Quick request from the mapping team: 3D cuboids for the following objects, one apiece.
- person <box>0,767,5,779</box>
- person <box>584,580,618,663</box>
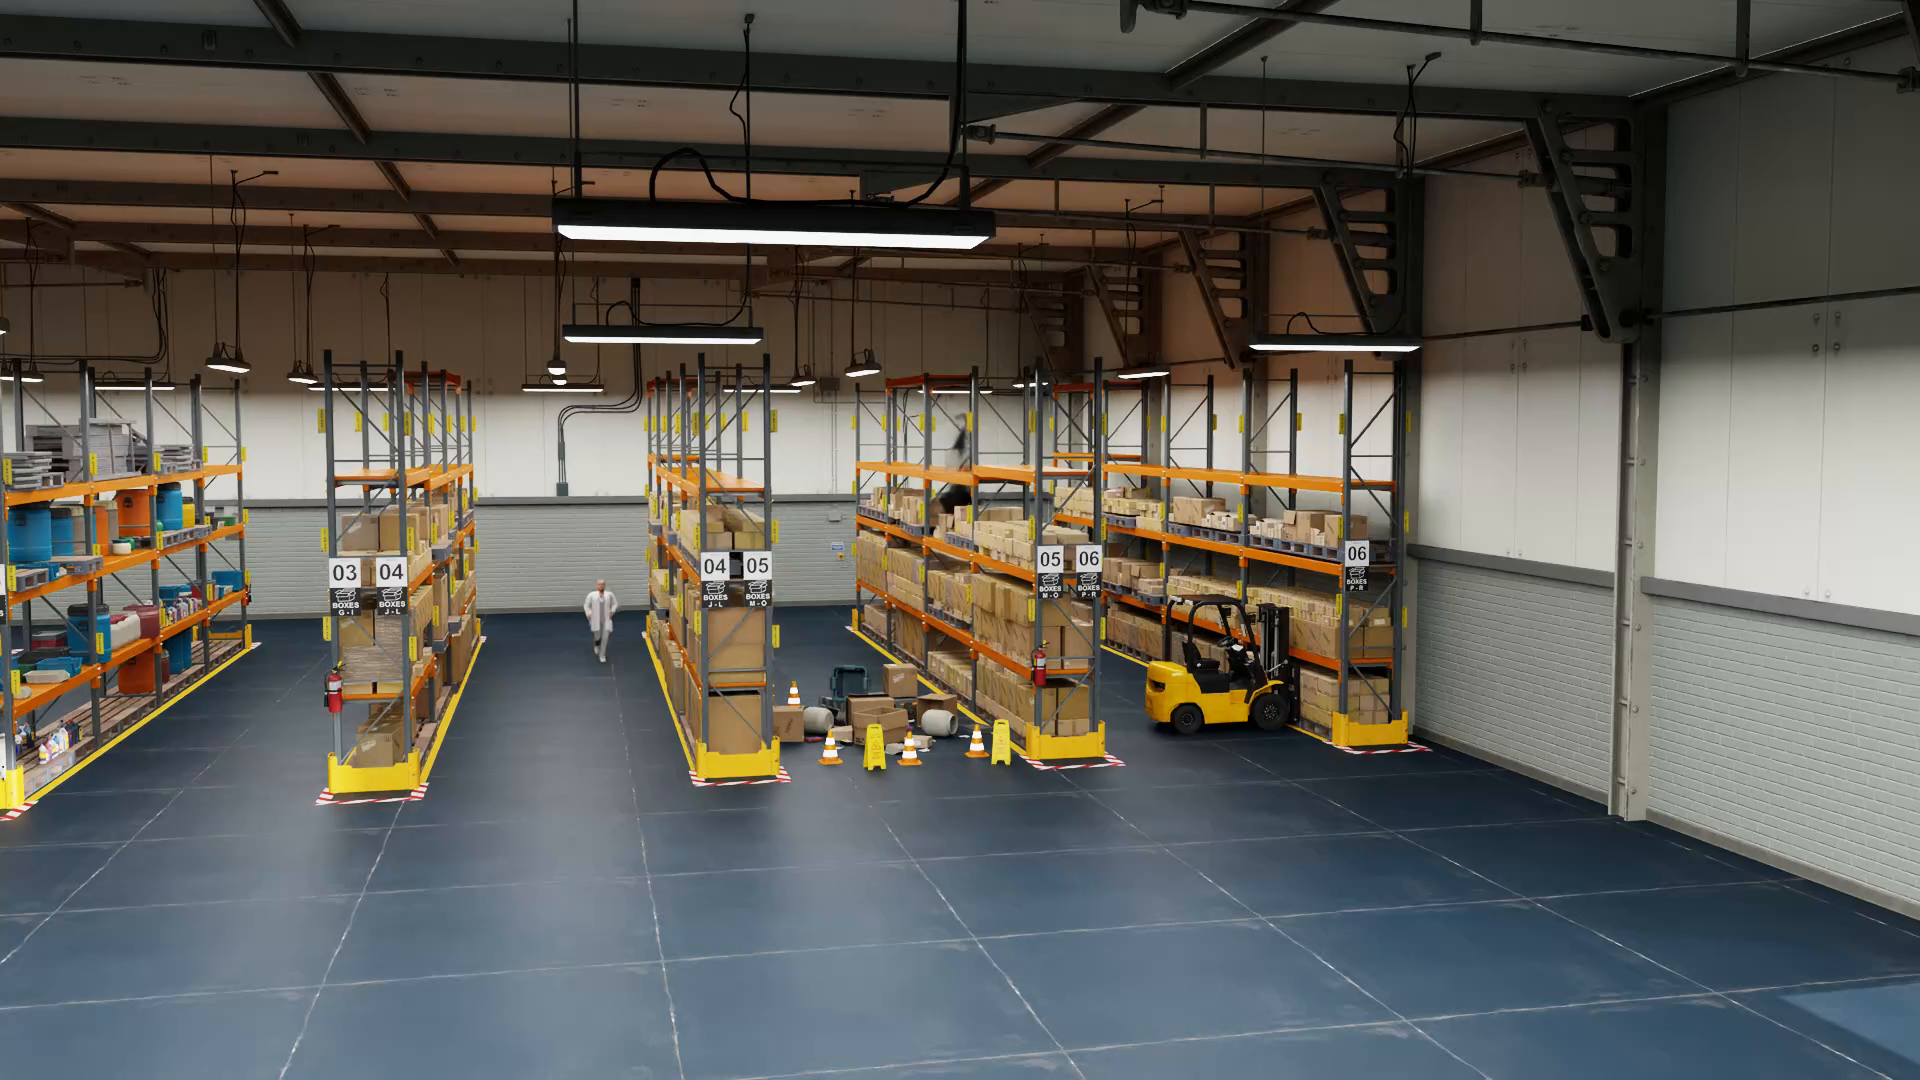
[{"bbox_3d":[-11.493,2.802,19.220,0.689,1.750,0.655,1,4,13],"label":"person"},{"bbox_3d":[-7.572,1.699,35.124,0.710,1.736,0.678,-1,4,-17],"label":"person"}]
